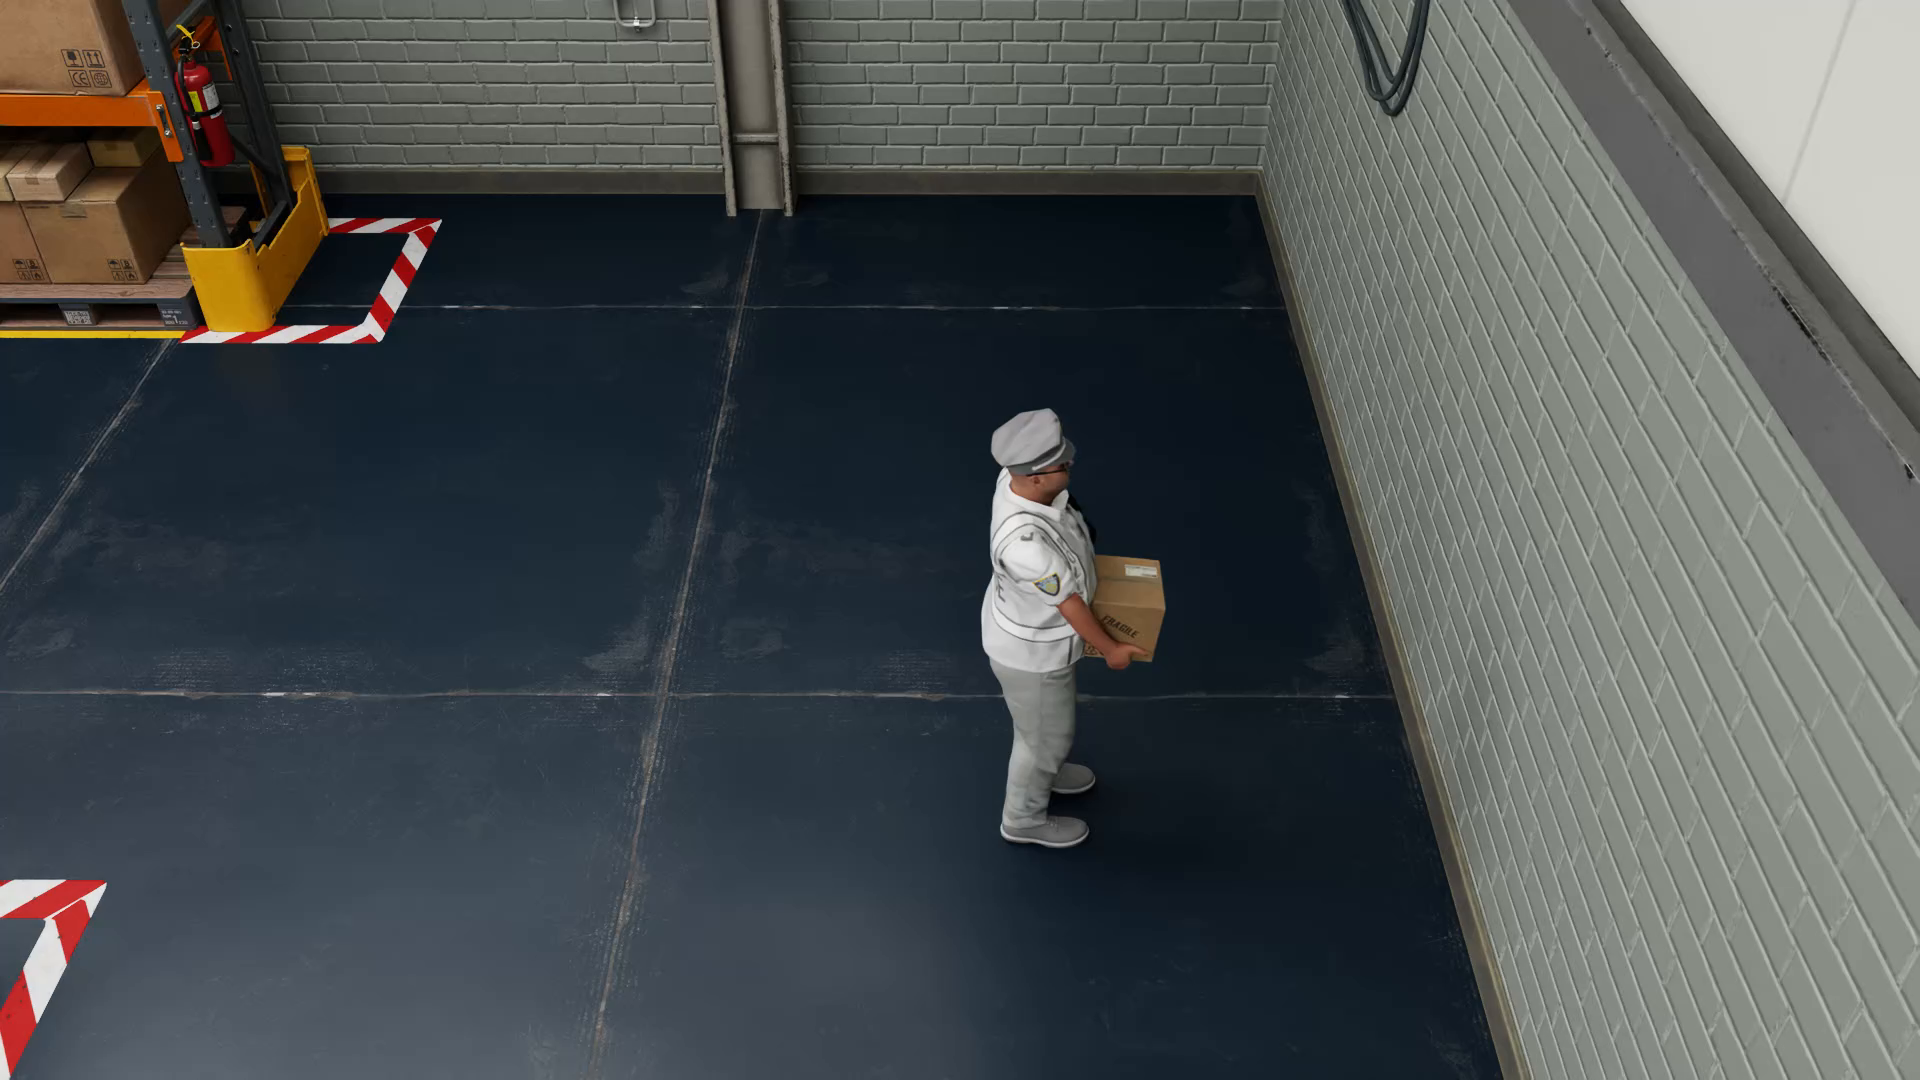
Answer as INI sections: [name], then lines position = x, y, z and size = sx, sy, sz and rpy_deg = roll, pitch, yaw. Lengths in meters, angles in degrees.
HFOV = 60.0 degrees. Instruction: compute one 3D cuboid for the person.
[person]
position = 0.369, 0.314, 5.755
size = 0.541, 1.771, 0.490
rpy_deg = 0, 39, 0
